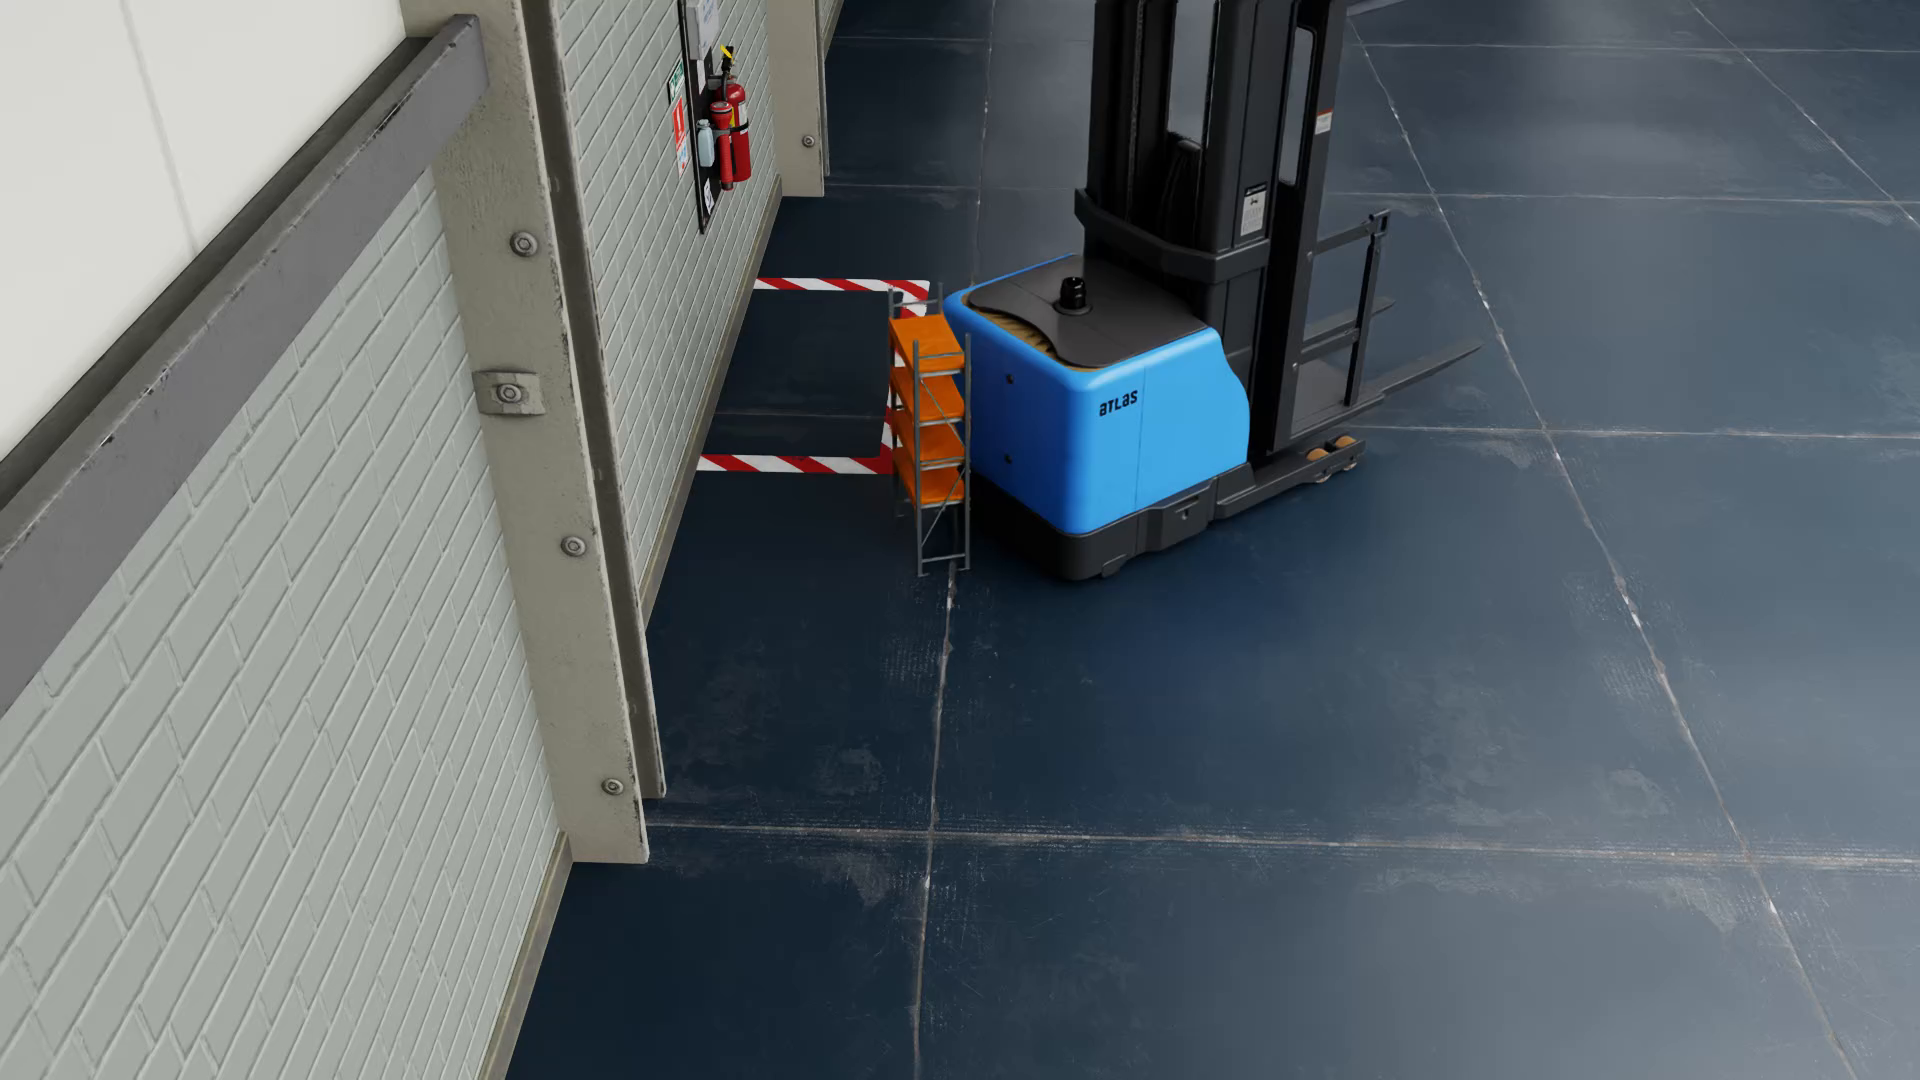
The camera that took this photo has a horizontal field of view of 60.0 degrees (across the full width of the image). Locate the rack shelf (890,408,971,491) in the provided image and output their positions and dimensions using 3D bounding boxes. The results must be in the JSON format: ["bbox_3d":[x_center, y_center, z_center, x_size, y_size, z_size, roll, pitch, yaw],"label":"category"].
[{"bbox_3d":[-0.135,-0.424,7.427,0.258,0.148,0.480,-8,36,-12],"label":"rack shelf"}]

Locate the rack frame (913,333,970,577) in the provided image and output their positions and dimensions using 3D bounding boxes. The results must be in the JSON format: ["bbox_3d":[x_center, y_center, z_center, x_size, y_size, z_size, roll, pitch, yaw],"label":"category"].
[{"bbox_3d":[-0.076,-0.343,7.195,0.240,1.200,0.015,-8,36,-12],"label":"rack frame"}]

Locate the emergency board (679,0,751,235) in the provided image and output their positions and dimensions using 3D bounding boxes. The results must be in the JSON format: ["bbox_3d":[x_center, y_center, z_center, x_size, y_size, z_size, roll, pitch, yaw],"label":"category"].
[{"bbox_3d":[-1.186,-2.192,8.261,0.194,1.169,0.643,1,35,2],"label":"emergency board"}]

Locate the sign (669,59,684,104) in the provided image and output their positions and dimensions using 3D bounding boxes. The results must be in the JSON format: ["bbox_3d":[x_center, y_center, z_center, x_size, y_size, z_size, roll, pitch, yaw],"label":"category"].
[{"bbox_3d":[-1.302,-2.111,7.653,0.001,0.109,0.331,1,35,2],"label":"sign"}]

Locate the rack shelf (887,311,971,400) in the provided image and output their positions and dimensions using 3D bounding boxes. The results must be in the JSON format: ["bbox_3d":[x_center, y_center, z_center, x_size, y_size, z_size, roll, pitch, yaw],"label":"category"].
[{"bbox_3d":[-0.136,-0.801,7.162,0.258,0.148,0.480,-8,36,-12],"label":"rack shelf"}]

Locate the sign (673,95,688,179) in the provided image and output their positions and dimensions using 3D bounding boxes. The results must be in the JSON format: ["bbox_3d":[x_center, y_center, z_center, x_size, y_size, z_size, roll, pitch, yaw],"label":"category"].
[{"bbox_3d":[-1.312,-1.892,7.802,0.001,0.329,0.234,1,35,2],"label":"sign"}]

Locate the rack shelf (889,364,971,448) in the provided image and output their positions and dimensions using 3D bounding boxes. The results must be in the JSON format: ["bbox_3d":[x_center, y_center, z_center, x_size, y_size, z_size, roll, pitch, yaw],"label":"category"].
[{"bbox_3d":[-0.136,-0.607,7.298,0.258,0.148,0.480,-8,36,-12],"label":"rack shelf"}]

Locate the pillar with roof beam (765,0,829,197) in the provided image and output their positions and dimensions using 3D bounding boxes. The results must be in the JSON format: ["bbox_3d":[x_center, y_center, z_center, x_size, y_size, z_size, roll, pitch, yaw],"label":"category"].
[{"bbox_3d":[3.253,-5.966,8.413,9.100,9.000,0.400,1,35,2],"label":"pillar with roof beam"}]

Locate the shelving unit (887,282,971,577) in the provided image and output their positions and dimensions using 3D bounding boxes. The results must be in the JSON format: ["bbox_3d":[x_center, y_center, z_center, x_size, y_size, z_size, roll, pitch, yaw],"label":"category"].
[{"bbox_3d":[-0.136,-0.479,7.388,0.258,1.200,0.503,-8,36,-12],"label":"shelving unit"}]

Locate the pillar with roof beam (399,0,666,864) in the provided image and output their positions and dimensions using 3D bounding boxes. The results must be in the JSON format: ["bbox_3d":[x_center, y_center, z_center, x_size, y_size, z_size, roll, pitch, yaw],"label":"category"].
[{"bbox_3d":[3.012,-2.519,3.508,9.100,9.000,0.400,1,35,2],"label":"pillar with roof beam"}]

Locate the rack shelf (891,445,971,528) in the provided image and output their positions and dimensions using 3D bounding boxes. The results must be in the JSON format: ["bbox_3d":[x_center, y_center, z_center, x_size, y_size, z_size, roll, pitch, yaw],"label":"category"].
[{"bbox_3d":[-0.135,-0.262,7.541,0.258,0.148,0.480,-8,36,-12],"label":"rack shelf"}]

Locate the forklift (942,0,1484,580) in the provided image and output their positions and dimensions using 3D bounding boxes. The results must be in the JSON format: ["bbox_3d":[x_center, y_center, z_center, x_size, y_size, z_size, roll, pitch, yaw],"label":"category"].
[{"bbox_3d":[1.385,-1.699,7.619,3.031,2.935,1.130,-23,41,-29],"label":"forklift"}]

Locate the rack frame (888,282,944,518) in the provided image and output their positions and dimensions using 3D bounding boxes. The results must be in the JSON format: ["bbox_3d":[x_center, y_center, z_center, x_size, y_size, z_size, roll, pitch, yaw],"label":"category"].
[{"bbox_3d":[-0.195,-0.615,7.582,0.240,1.200,0.015,-8,36,-12],"label":"rack frame"}]

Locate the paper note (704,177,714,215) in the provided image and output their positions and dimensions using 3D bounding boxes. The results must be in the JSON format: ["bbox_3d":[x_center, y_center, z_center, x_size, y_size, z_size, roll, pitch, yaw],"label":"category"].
[{"bbox_3d":[-1.262,-1.732,8.372,0.016,0.148,0.142,1,35,2],"label":"paper note"}]
